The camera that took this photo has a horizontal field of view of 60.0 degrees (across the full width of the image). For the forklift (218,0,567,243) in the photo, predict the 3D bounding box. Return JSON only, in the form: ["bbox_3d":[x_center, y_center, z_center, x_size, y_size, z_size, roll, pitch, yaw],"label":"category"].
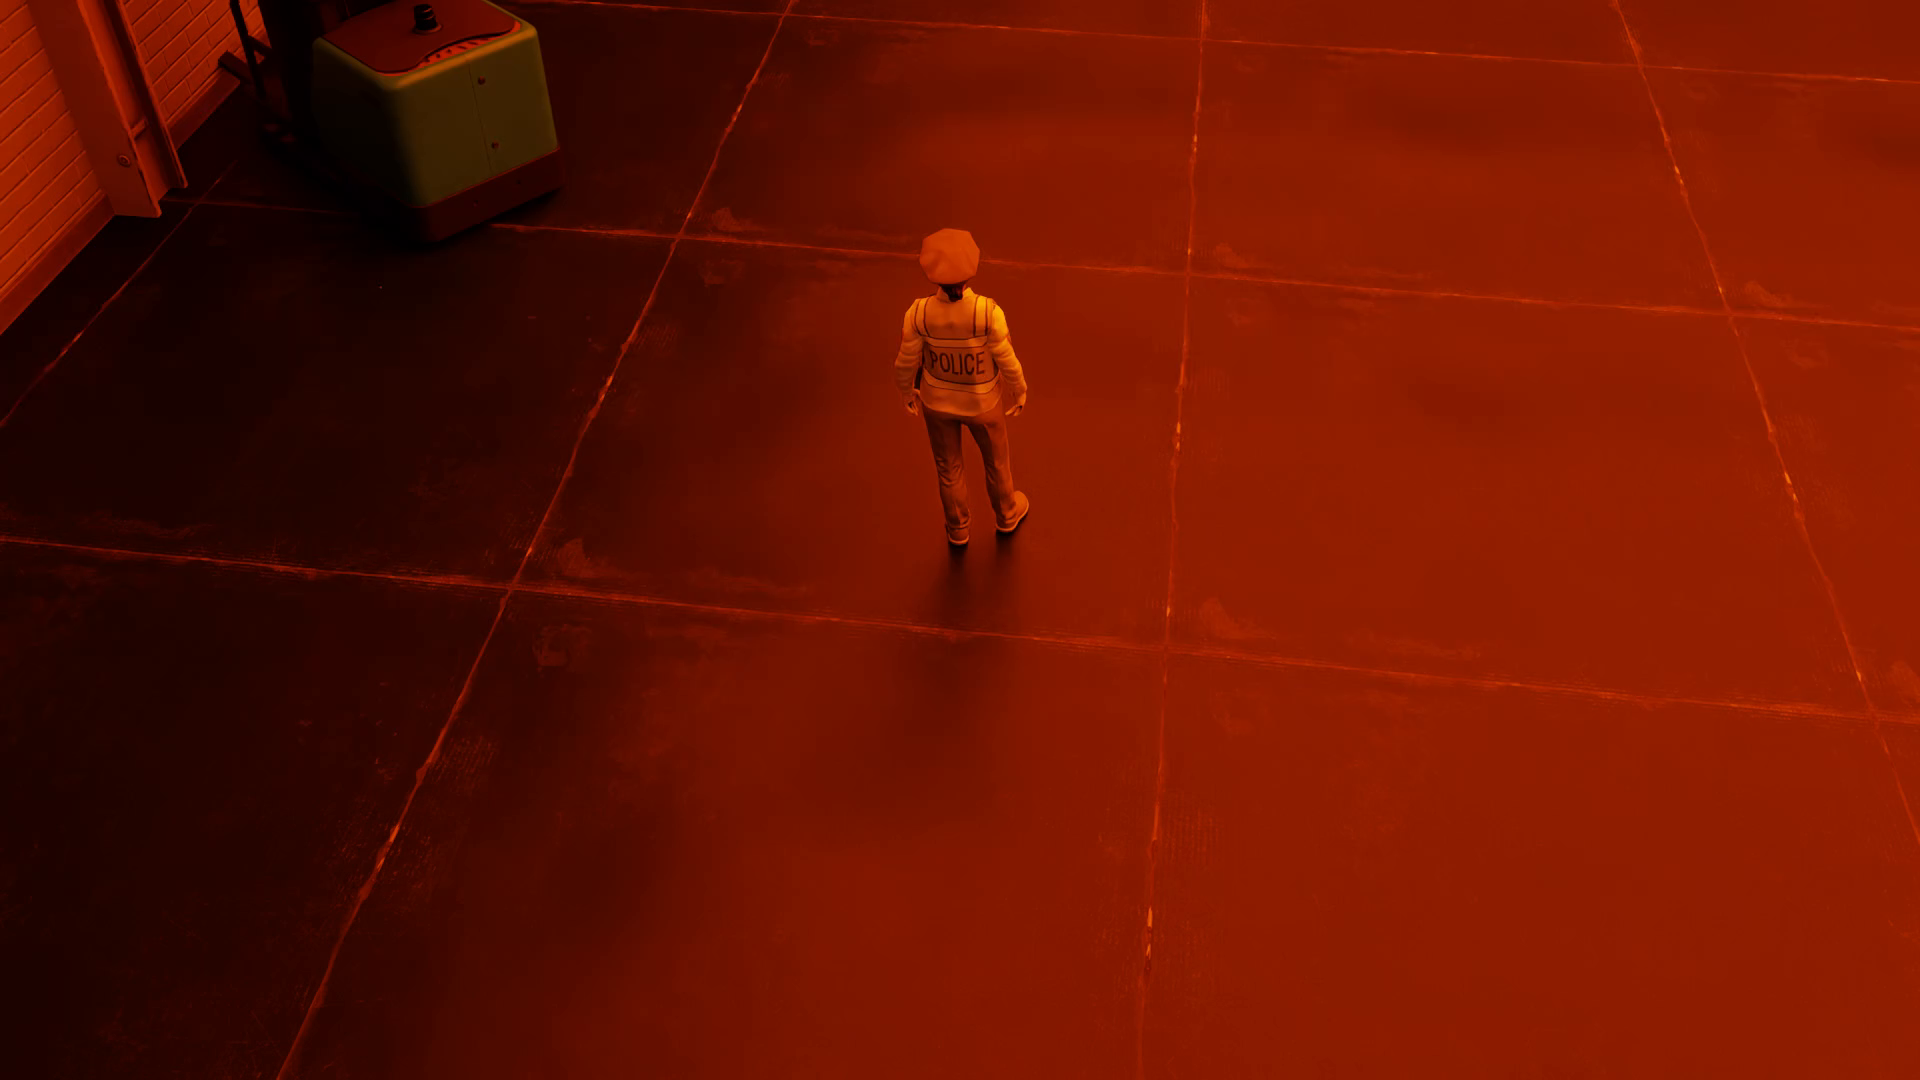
[{"bbox_3d":[-3.810,-3.691,9.742,3.031,2.935,1.130,34,52,31],"label":"forklift"}]

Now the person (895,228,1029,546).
[{"bbox_3d":[0.016,-0.675,7.363,0.586,1.694,0.530,5,43,6],"label":"person"}]
